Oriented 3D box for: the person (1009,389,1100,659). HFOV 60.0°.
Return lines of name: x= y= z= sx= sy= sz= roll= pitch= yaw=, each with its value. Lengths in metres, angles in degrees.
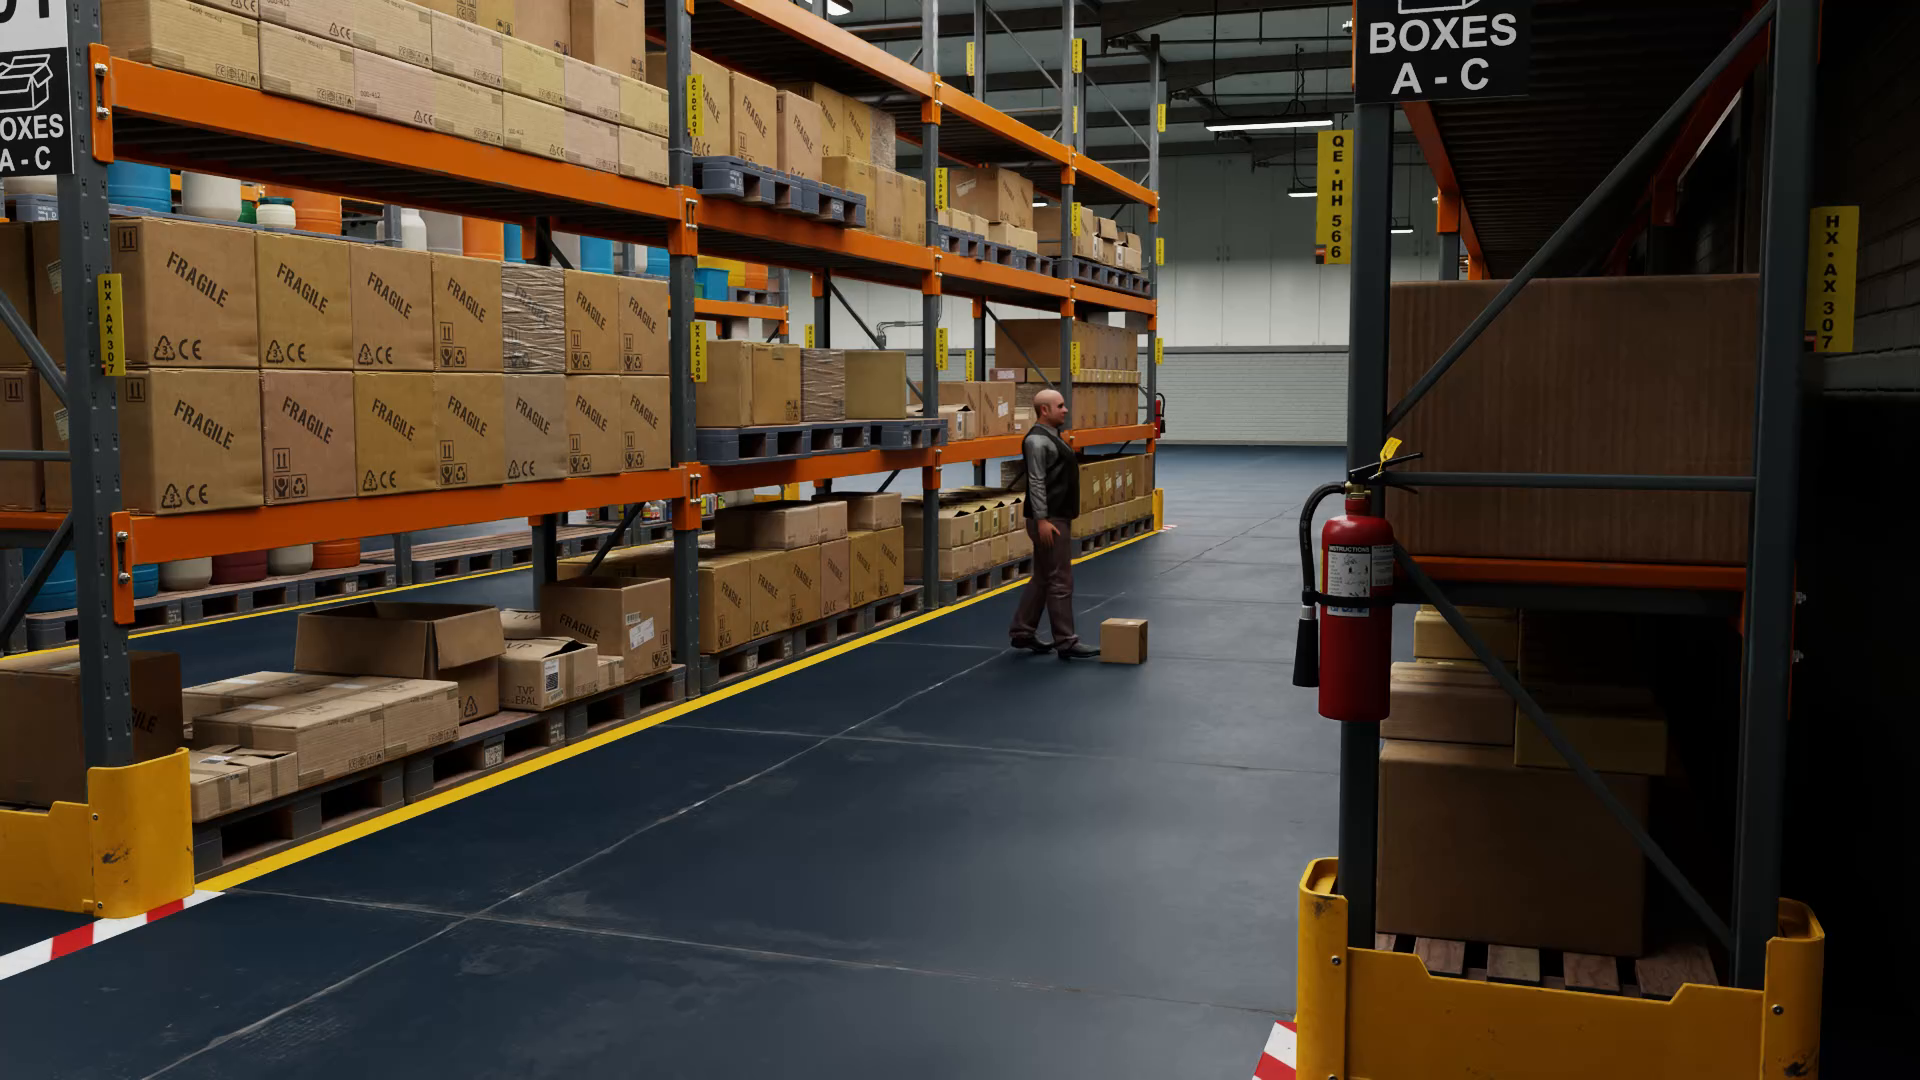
person: x=0.621 y=-0.106 z=10.721 sx=0.652 sy=1.723 sz=0.555 roll=1 pitch=5 yaw=14
